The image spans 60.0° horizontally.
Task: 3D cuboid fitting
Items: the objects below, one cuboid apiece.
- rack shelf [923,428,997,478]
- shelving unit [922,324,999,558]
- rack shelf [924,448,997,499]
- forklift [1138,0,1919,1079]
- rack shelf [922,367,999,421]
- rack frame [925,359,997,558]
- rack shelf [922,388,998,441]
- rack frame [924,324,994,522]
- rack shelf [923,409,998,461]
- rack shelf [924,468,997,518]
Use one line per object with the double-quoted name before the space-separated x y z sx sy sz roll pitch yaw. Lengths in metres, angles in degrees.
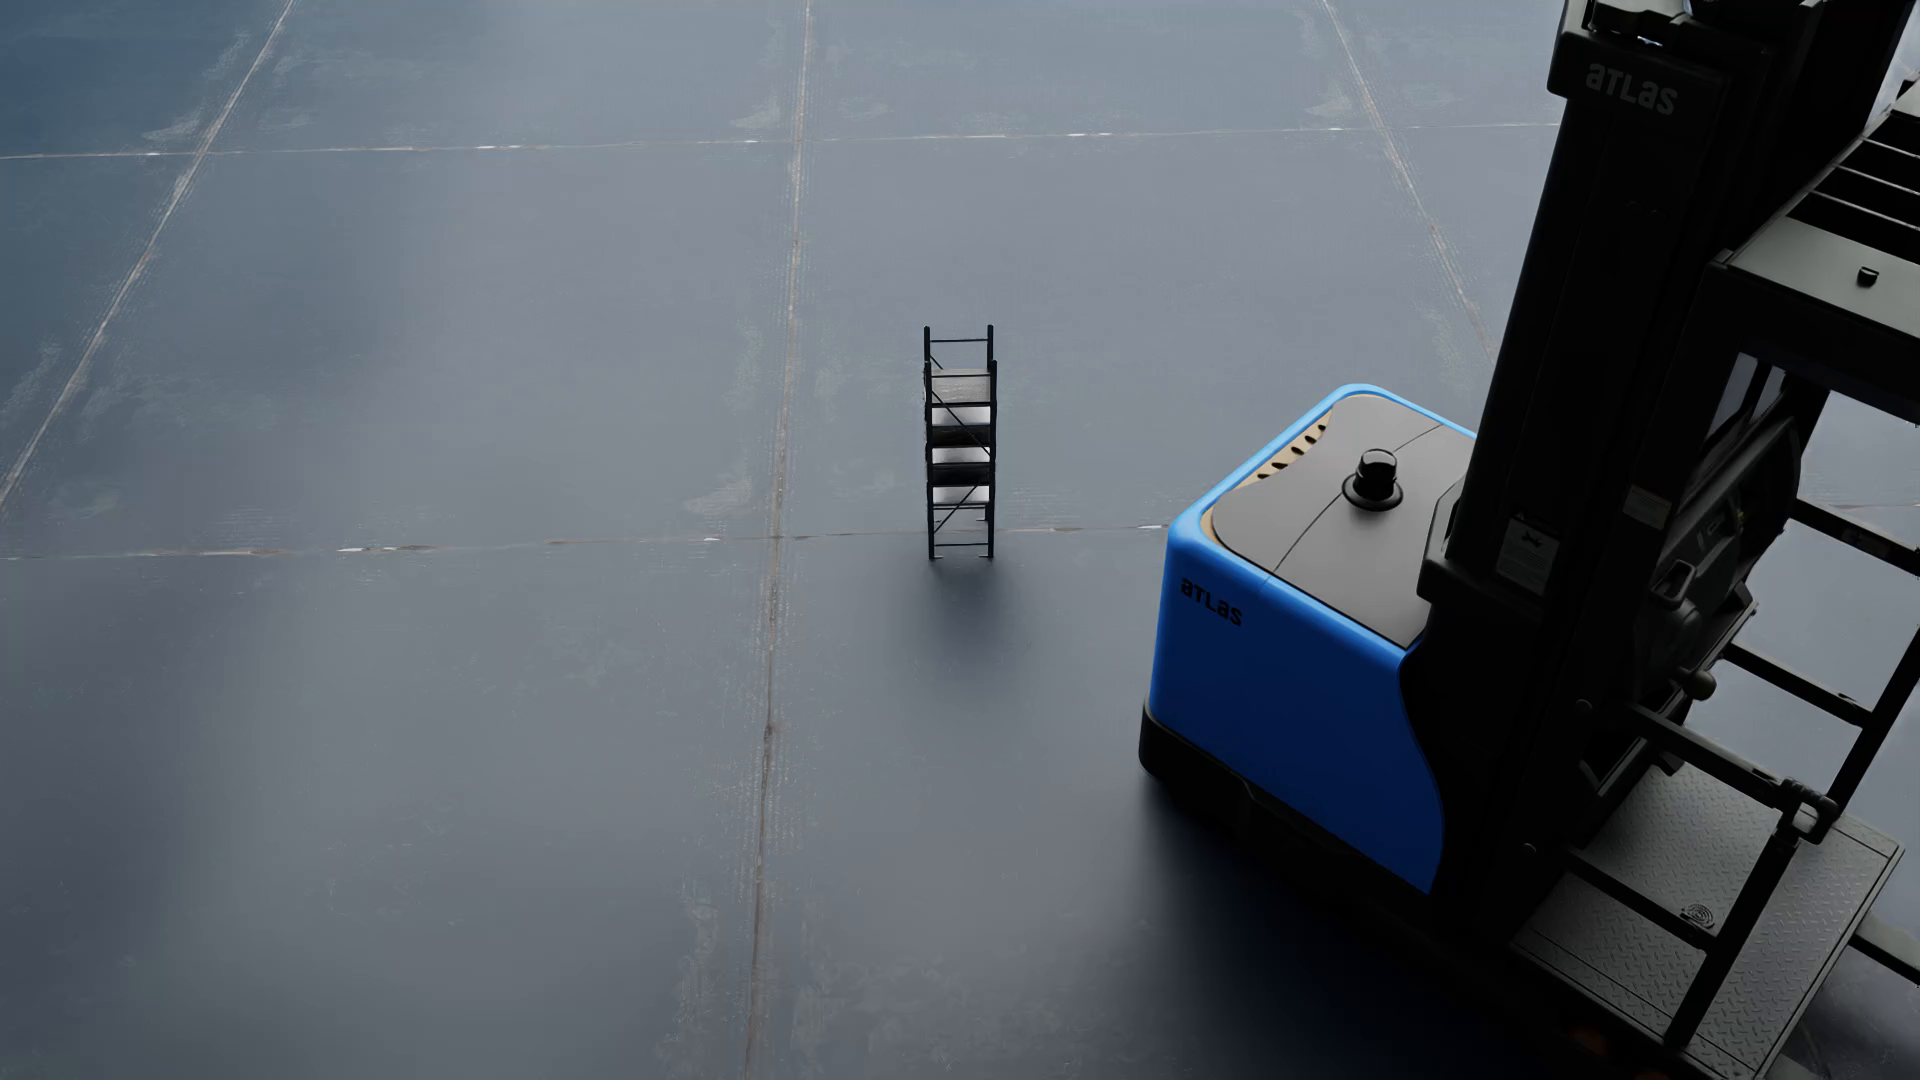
"rack shelf" 0.000 -0.313 5.974 0.258 0.077 0.200 -2 43 -2
"shelving unit" 0.000 -0.337 5.952 0.258 0.900 0.210 -2 43 -2
"rack shelf" 0.000 -0.246 6.035 0.258 0.077 0.200 -2 43 -2
"forklift" 2.001 0.108 3.963 3.031 2.935 1.130 32 51 30
"rack shelf" 0.000 -0.512 5.792 0.258 0.077 0.200 -2 43 -2
"rack frame" 0.004 -0.269 5.877 0.240 0.900 0.006 -2 43 -2
"rack shelf" 0.000 -0.445 5.853 0.258 0.077 0.200 -2 43 -2
"rack frame" -0.005 -0.406 6.027 0.240 0.900 0.006 -2 43 -2
"rack shelf" 0.000 -0.379 5.914 0.258 0.077 0.200 -2 43 -2
"rack shelf" 0.000 -0.180 6.096 0.258 0.077 0.200 -2 43 -2
